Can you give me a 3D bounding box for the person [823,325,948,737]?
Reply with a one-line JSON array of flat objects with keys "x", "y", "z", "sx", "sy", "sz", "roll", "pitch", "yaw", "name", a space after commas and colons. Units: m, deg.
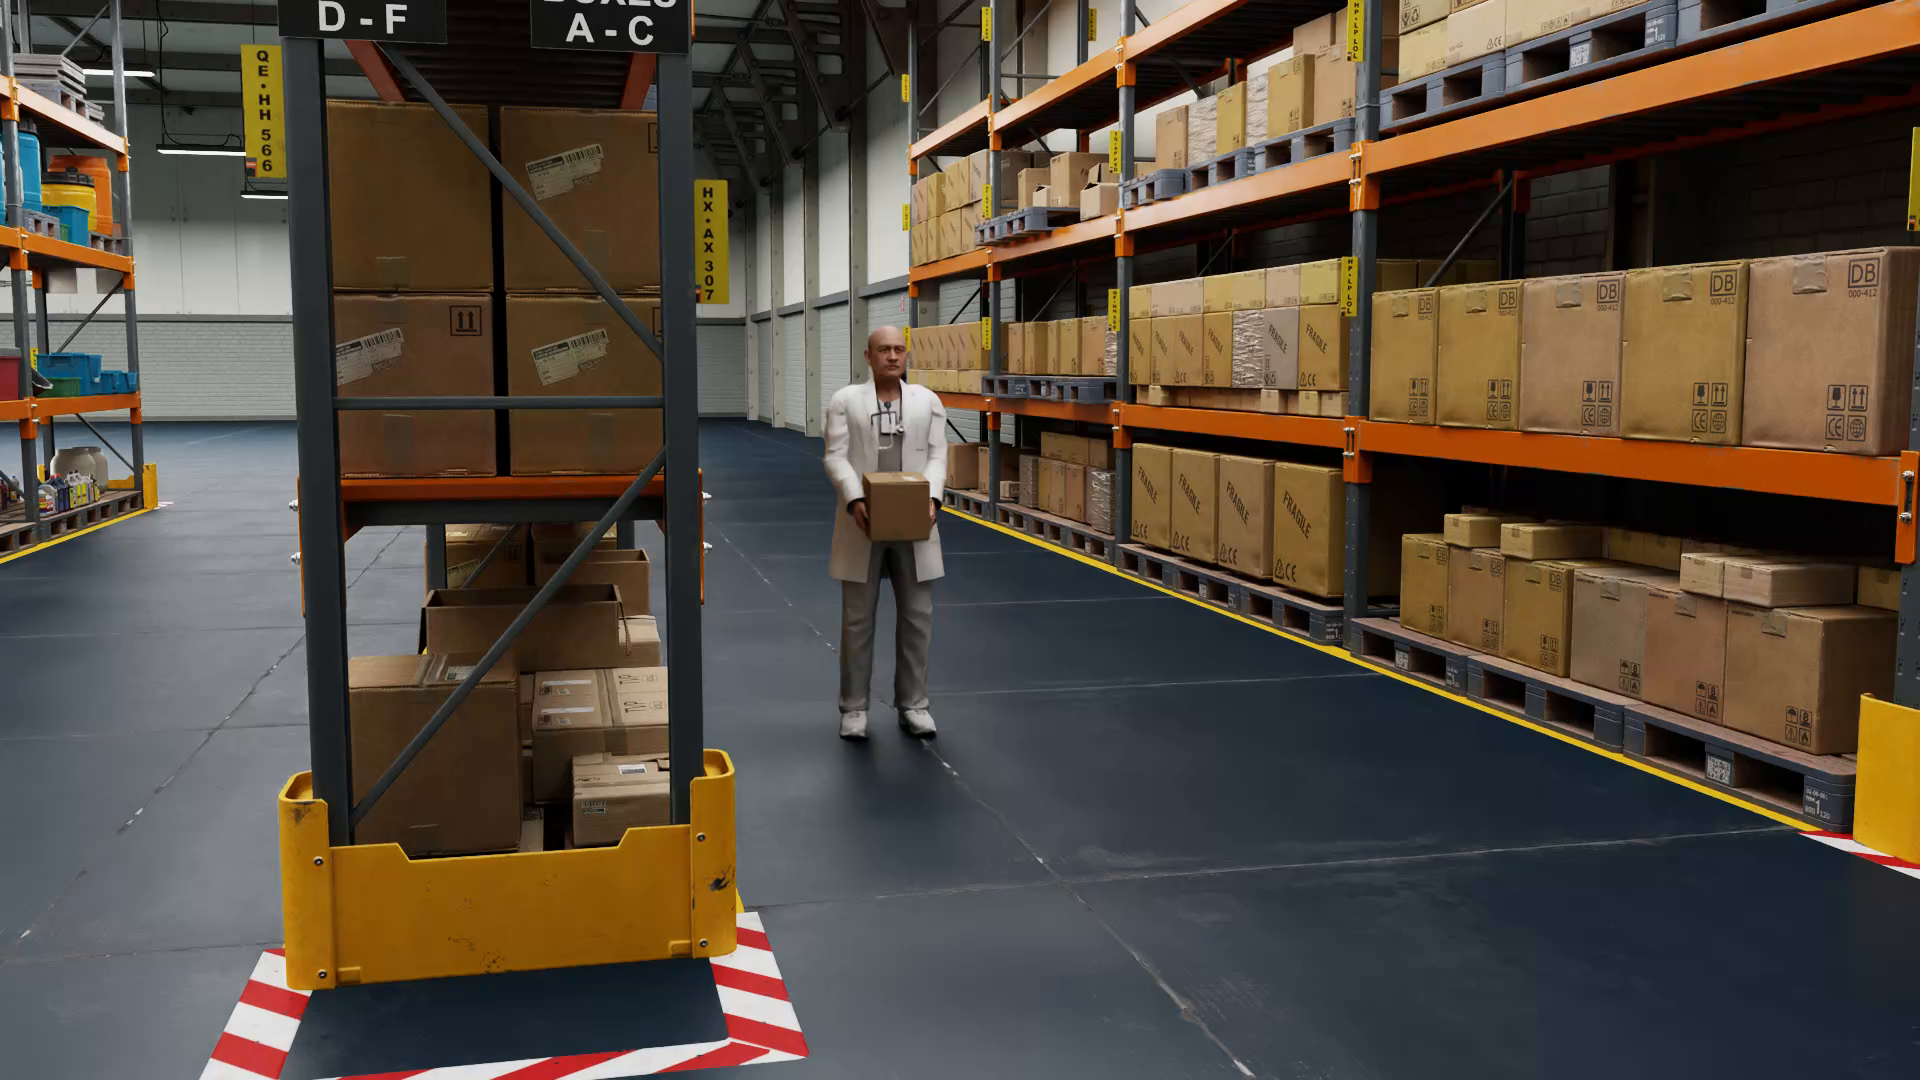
[{"x": -0.304, "y": -0.036, "z": 7.189, "sx": 0.554, "sy": 1.781, "sz": 0.527, "roll": -1, "pitch": 6, "yaw": -11, "name": "person"}]
